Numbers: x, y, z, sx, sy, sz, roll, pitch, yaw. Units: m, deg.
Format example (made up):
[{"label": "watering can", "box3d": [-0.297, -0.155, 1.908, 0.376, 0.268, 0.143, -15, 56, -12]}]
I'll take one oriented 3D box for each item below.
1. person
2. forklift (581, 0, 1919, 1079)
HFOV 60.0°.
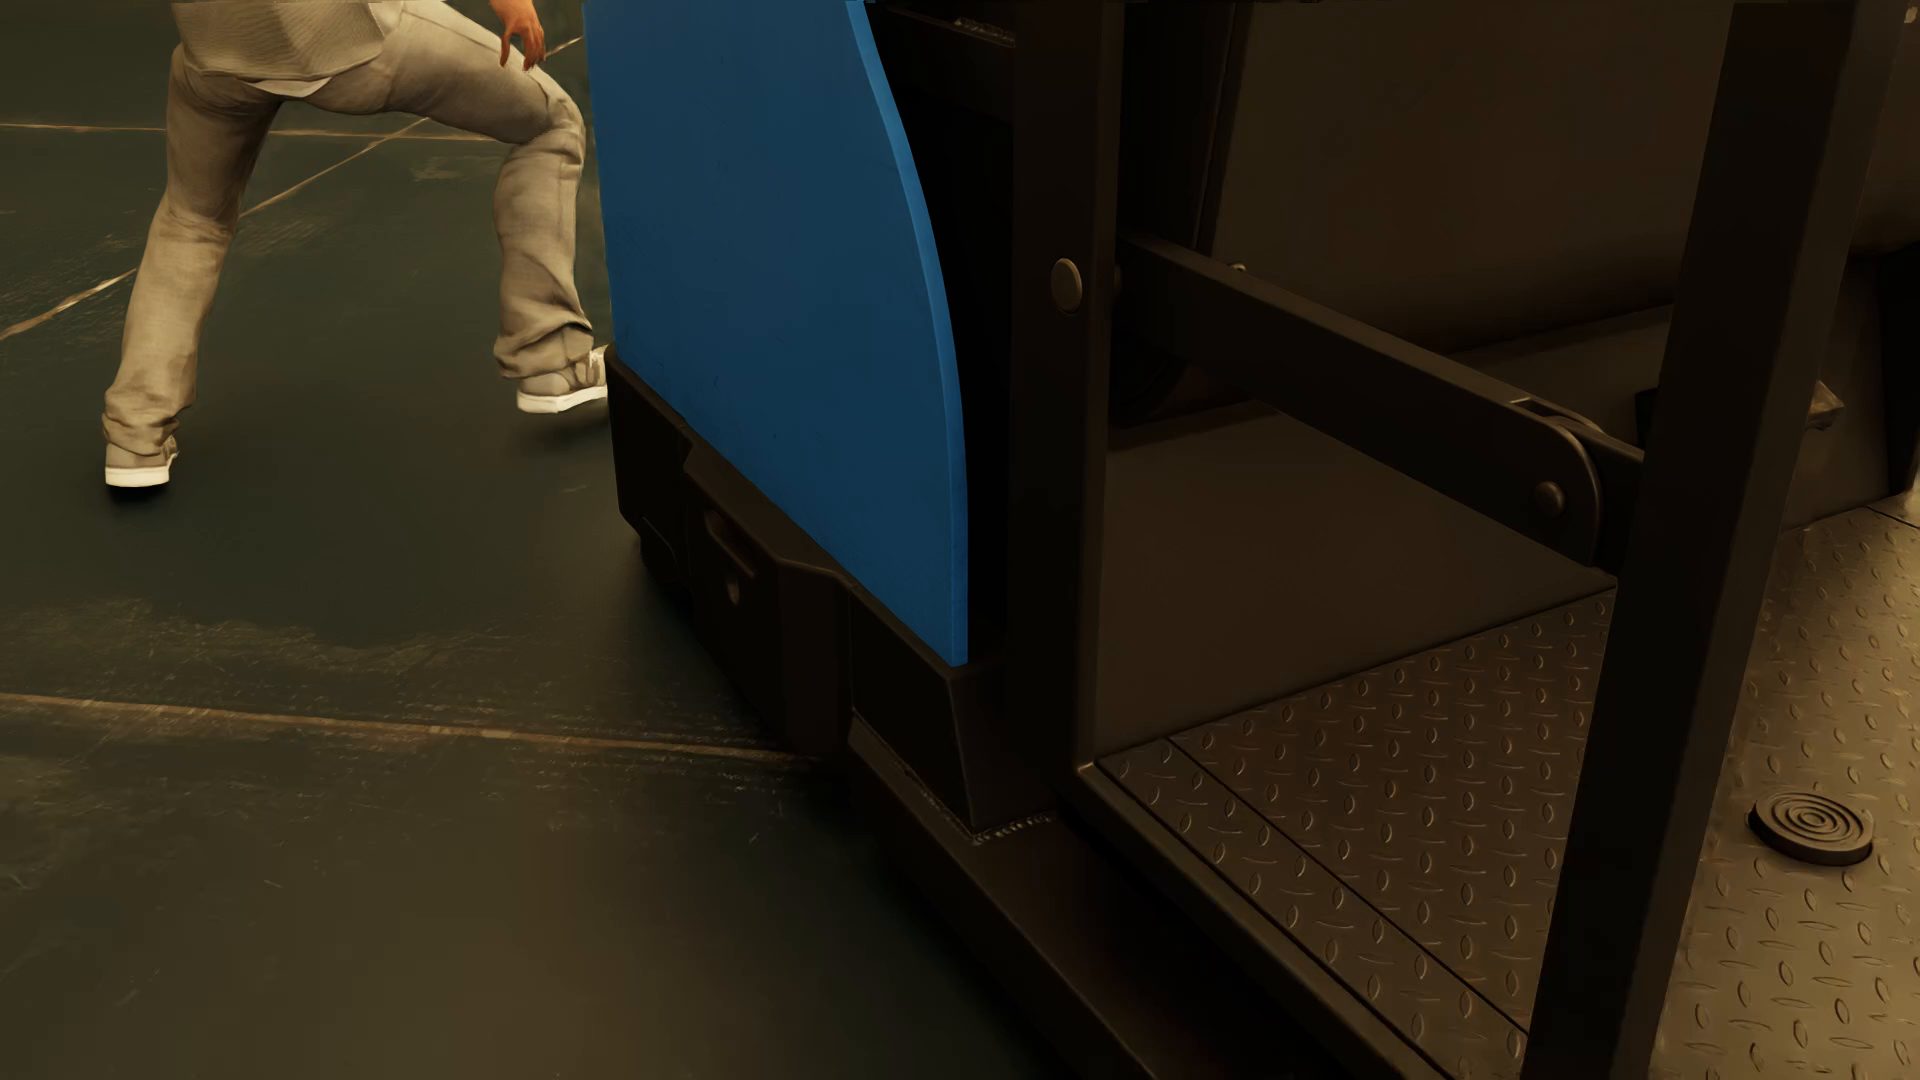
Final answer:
[{"label": "person", "box3d": [-1.050, -0.807, 2.526, 0.822, 1.465, 0.651, 9, 28, 17]}, {"label": "forklift", "box3d": [0.661, -0.847, 0.915, 1.130, 2.935, 3.031, -14, 30, -26]}]
